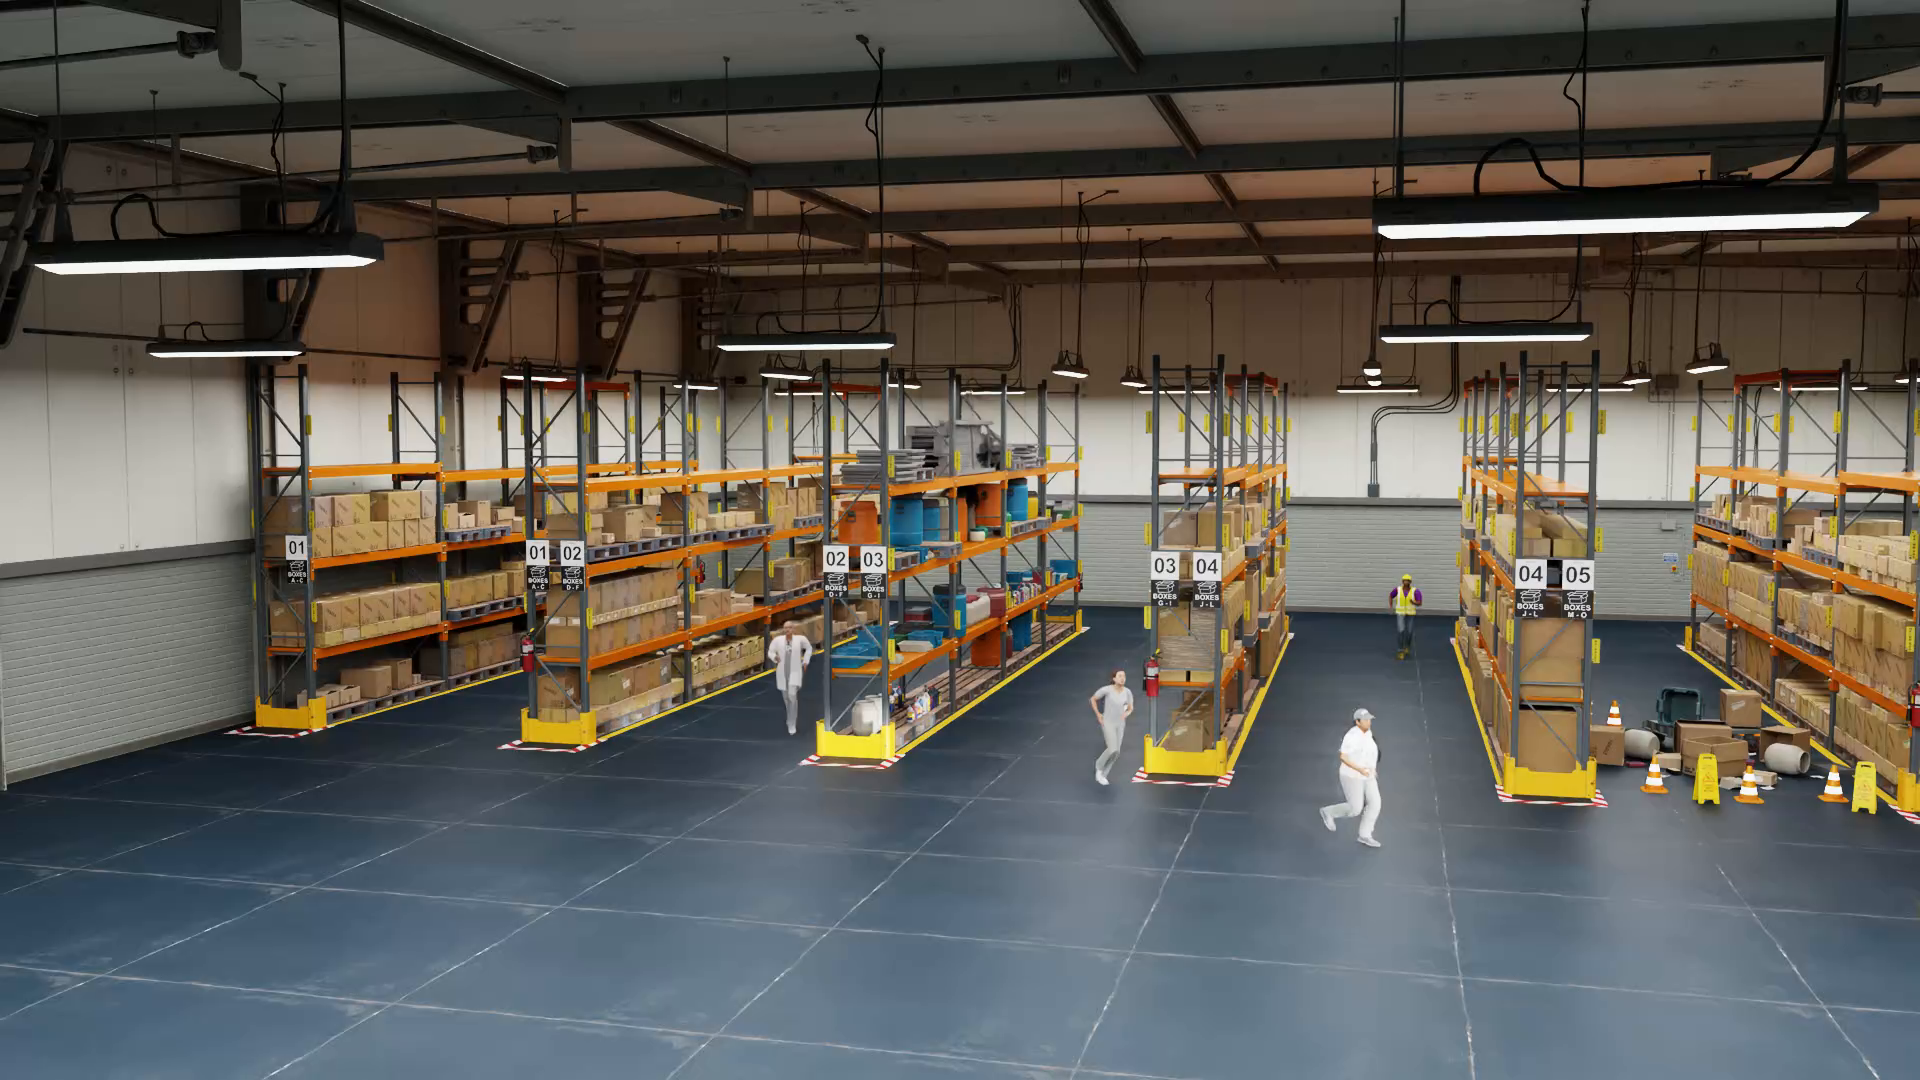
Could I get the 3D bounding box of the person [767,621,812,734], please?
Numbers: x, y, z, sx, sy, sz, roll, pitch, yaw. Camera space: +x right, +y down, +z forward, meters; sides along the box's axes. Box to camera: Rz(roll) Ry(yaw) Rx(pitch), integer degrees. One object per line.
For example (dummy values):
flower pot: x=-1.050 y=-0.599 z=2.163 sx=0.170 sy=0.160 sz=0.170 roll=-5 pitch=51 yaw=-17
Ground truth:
person: x=-2.812 y=2.239 z=27.324 sx=0.684 sy=1.843 sz=0.864 roll=1 pitch=4 yaw=9

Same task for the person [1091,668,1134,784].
person: x=2.155 y=2.590 z=23.146 sx=0.561 sy=1.627 sz=0.546 roll=-2 pitch=4 yaw=-24

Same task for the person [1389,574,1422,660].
person: x=9.604 y=1.641 z=35.838 sx=0.677 sy=1.822 sz=0.801 roll=1 pitch=4 yaw=10

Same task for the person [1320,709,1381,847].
person: x=4.717 y=2.821 z=19.944 sx=0.597 sy=1.634 sz=0.754 roll=-4 pitch=5 yaw=-43
